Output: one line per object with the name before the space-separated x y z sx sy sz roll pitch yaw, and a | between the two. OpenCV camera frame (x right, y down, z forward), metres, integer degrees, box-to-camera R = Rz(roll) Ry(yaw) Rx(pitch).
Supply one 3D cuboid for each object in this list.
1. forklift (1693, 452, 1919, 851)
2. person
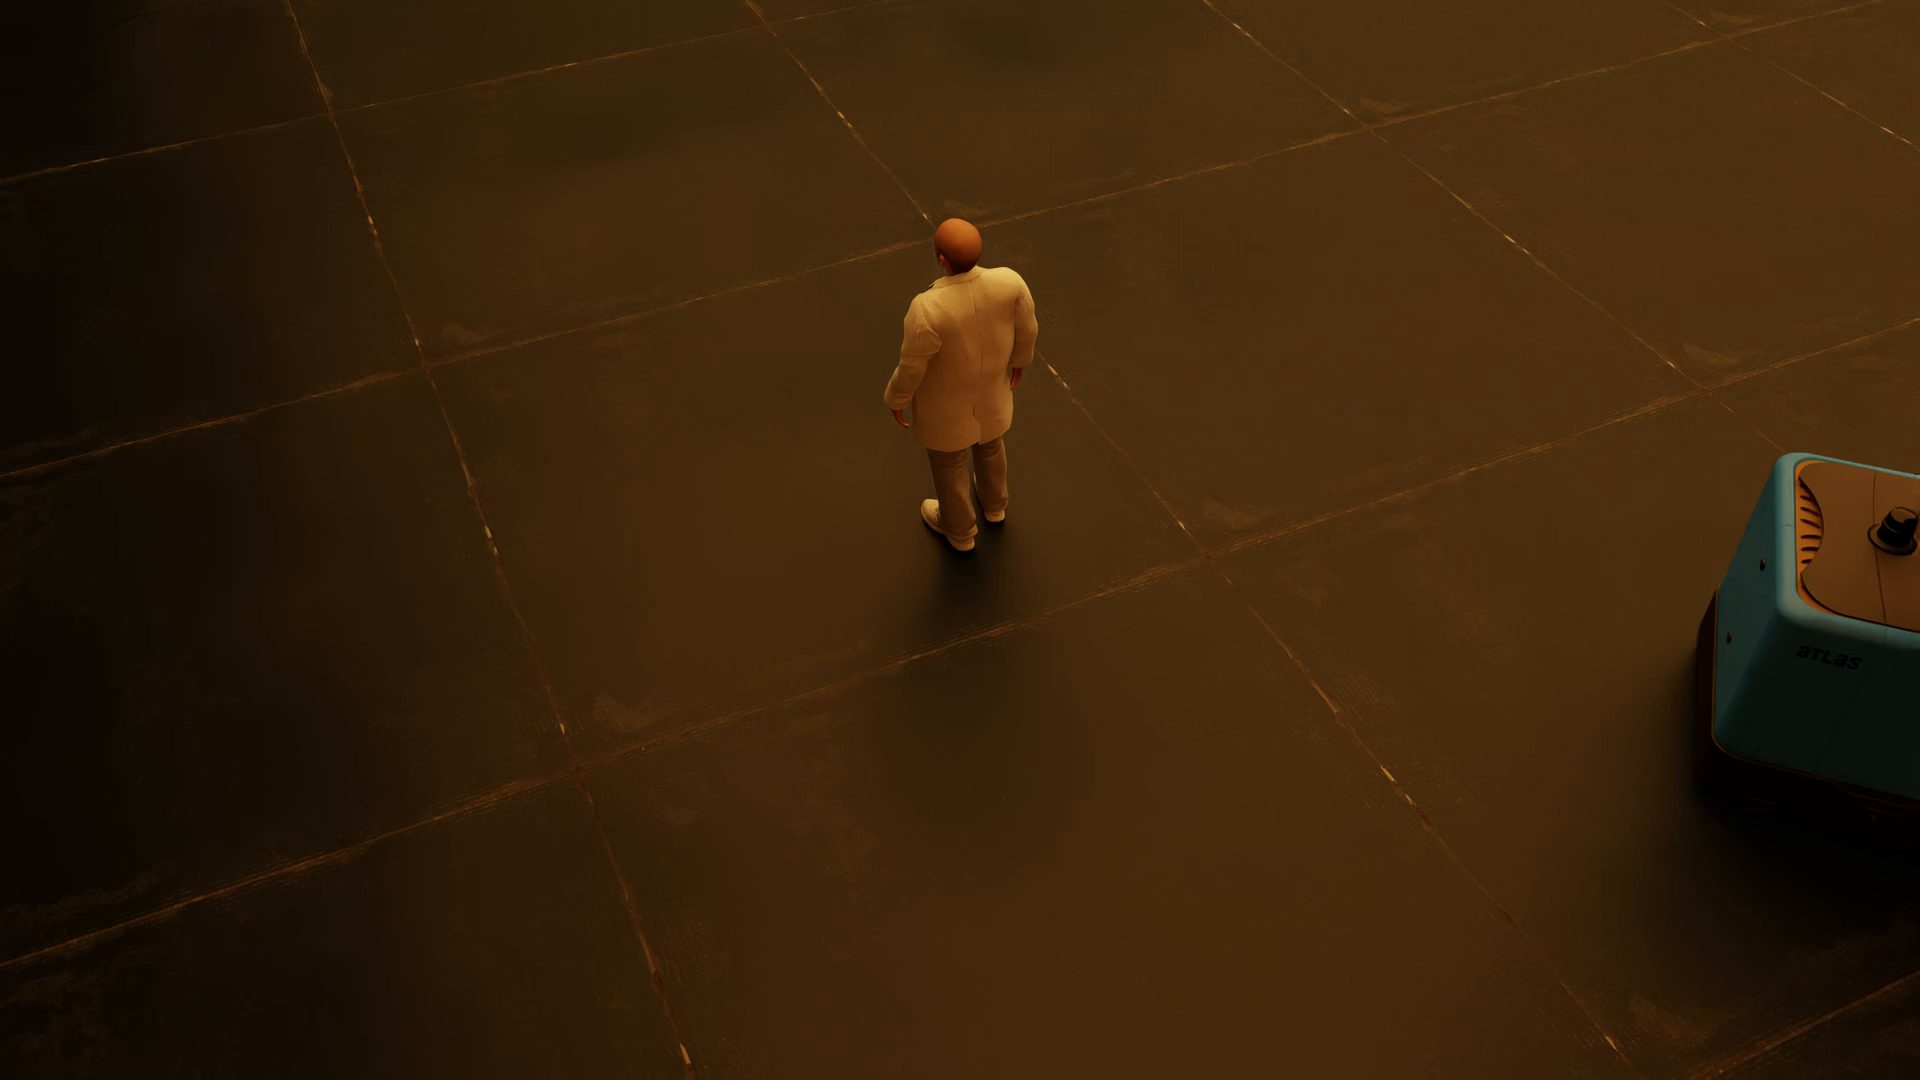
forklift | 4.531 -0.009 5.690 3.031 2.935 1.130 14 45 14
person | -0.034 -0.712 7.278 0.696 1.775 0.581 -18 46 -18
